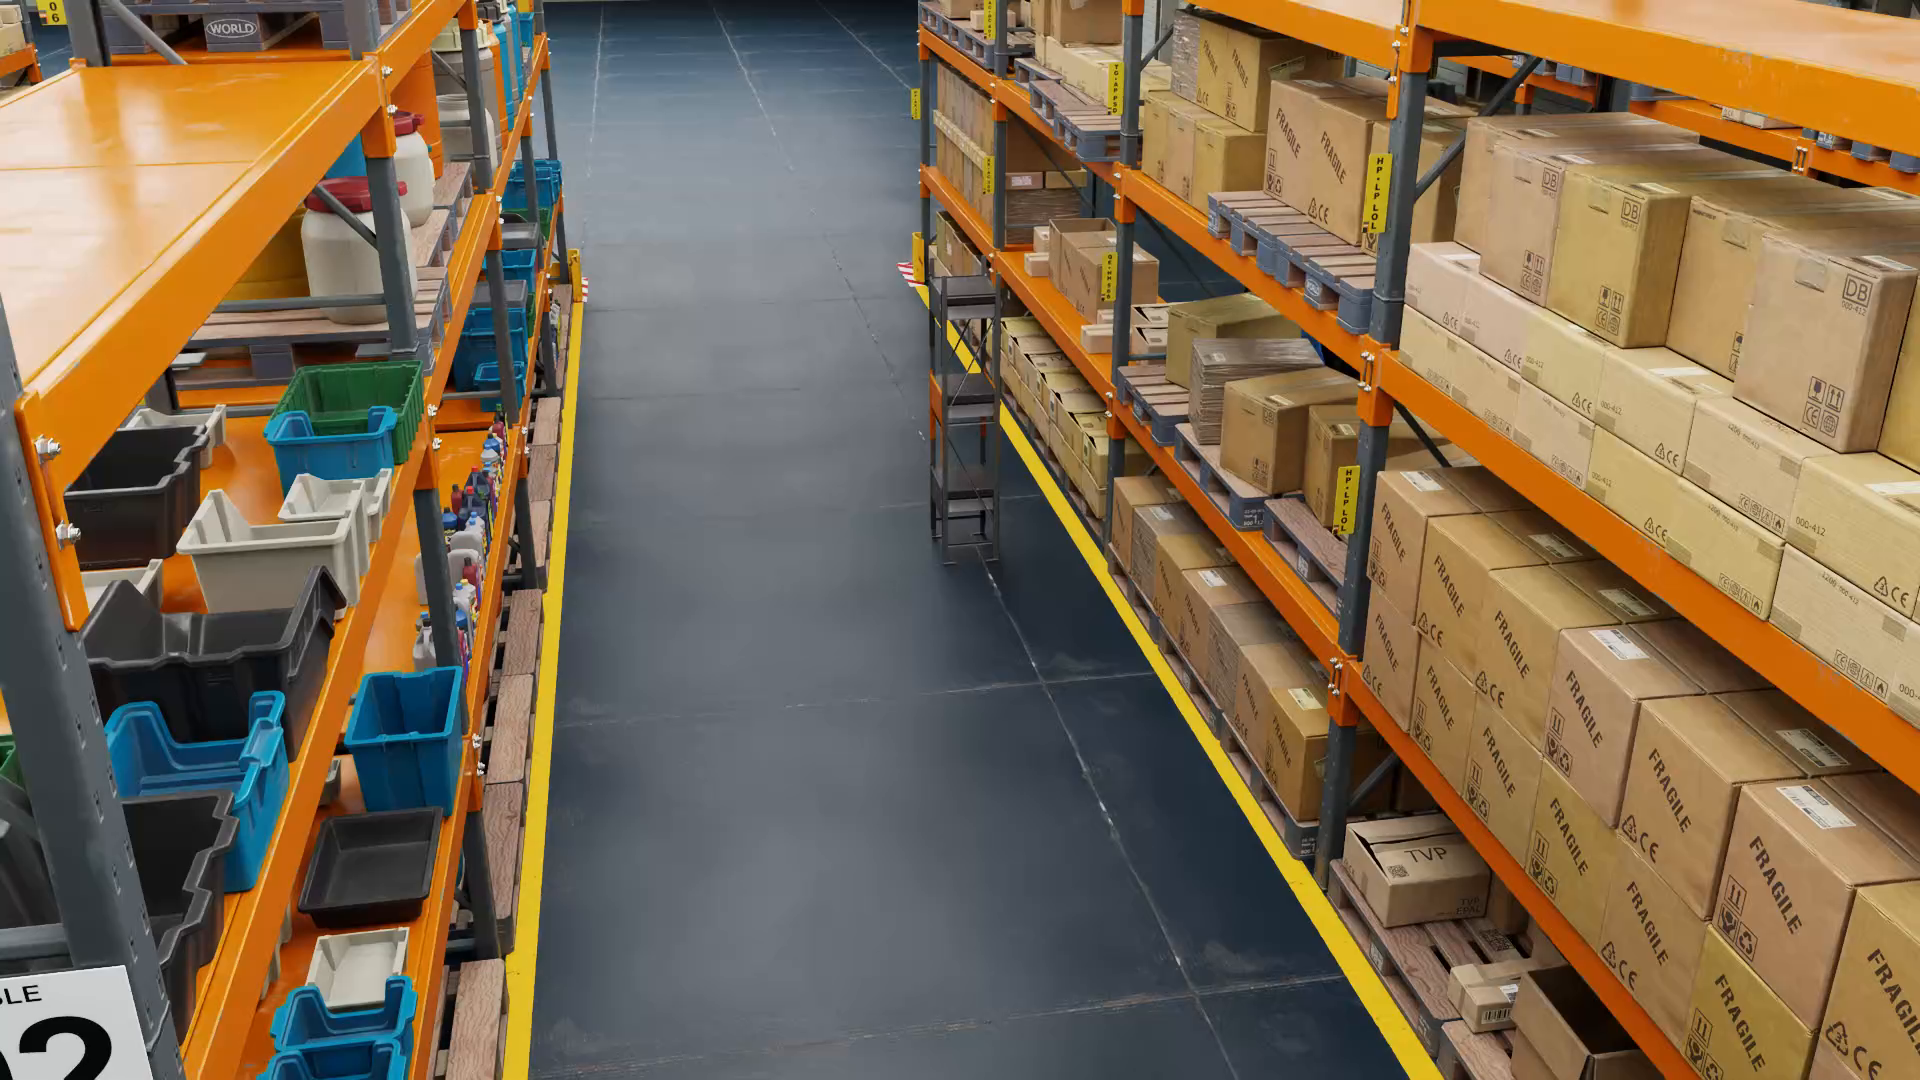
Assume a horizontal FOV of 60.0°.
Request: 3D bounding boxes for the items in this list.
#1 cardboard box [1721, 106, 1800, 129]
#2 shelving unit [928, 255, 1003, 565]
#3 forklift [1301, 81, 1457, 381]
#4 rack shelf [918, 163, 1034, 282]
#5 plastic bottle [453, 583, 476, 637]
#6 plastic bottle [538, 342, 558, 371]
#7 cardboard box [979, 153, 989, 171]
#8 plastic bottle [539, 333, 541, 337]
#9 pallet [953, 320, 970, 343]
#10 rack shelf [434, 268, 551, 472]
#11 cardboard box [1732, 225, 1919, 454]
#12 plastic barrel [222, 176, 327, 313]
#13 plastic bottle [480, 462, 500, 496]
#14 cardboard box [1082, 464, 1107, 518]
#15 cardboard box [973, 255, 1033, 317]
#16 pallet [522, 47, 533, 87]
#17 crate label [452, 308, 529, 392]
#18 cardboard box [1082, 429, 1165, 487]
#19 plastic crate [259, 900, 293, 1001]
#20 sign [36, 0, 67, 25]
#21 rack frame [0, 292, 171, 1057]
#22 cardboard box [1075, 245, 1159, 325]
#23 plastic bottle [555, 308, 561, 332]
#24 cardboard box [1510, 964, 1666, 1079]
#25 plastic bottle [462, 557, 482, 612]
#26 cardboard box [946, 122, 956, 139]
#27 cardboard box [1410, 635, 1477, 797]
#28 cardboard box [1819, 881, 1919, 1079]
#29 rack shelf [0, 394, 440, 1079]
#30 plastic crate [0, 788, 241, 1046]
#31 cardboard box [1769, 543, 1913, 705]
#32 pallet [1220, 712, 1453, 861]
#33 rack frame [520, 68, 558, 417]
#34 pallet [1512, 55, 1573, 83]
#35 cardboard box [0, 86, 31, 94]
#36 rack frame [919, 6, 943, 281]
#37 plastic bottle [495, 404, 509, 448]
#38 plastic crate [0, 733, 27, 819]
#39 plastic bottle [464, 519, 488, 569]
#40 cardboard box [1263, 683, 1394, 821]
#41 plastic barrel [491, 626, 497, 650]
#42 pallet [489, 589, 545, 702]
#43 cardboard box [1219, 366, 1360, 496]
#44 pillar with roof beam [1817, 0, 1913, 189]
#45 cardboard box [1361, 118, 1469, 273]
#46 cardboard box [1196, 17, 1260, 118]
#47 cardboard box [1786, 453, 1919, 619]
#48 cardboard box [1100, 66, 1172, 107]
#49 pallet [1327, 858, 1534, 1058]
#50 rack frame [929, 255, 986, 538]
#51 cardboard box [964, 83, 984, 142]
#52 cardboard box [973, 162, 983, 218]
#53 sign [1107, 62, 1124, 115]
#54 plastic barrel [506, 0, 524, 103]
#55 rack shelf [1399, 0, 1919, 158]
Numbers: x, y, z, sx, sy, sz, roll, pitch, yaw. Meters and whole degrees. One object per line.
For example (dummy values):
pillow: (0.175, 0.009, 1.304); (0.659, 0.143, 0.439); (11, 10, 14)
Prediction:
cardboard box: (6.007, -3.236, 12.250); (0.500, 0.311, 0.500); (-4, 24, -10)
shelving unit: (0.031, -0.897, 11.681); (0.431, 2.100, 0.503); (-4, 24, -10)
forklift: (3.692, -2.098, 13.393); (1.130, 2.935, 3.031); (-8, 25, -17)
rack shelf: (0.429, -3.292, 16.939); (1.077, 0.370, 4.000); (-4, 24, -10)
plastic bottle: (-2.364, 0.334, 7.899); (0.097, 0.271, 0.097); (0, 24, 0)
plastic bottle: (-3.785, -1.706, 15.263); (0.152, 0.276, 0.135); (-3, 24, -8)
cardboard box: (0.394, -3.573, 15.747); (0.380, 0.149, 0.250); (-4, 24, -10)
plastic bottle: (-4.066, -1.992, 15.917); (0.152, 0.276, 0.135); (-4, 24, -10)
pallet: (0.464, -2.354, 17.376); (1.003, 0.211, 1.213); (-4, 24, -10)
rack shelf: (-3.700, -1.354, 12.500); (1.077, 0.370, 4.000); (-4, 24, -10)
cardboard box: (2.700, -0.586, 4.723); (0.700, 0.500, 0.500); (-4, 24, -10)
plastic barrel: (-2.959, -1.321, 7.018); (0.600, 0.588, 0.600); (0, 24, 0)
plastic bottle: (-2.700, -0.349, 9.550); (0.097, 0.201, 0.097); (0, 24, 0)
cardboard box: (1.201, -0.383, 12.290); (0.500, 0.250, 0.500); (-4, 24, -8)
cardboard box: (0.417, -2.475, 16.143); (0.500, 0.500, 0.500); (-4, 24, -10)
pallet: (-4.299, -4.035, 14.228); (1.213, 0.211, 1.003); (-4, 24, -10)
crate label: (-3.248, -1.324, 11.489); (0.502, 0.435, 0.616); (-4, 24, -10)
cardboard box: (1.199, -0.639, 12.175); (0.500, 0.311, 0.500); (-4, 24, -8)
plastic crate: (-2.489, 1.318, 5.558); (0.437, 0.282, 0.530); (-4, 24, -10)
sign: (-3.132, -1.937, 5.702); (0.100, 0.325, 0.005); (-4, 24, -10)
rack frame: (-1.851, -0.499, 2.150); (1.000, 3.000, 0.127); (-4, 24, -10)
cardboard box: (1.212, -1.966, 12.880); (0.500, 0.500, 0.500); (-6, 24, -13)
plastic bottle: (-3.994, -2.151, 16.281); (0.152, 0.276, 0.135); (-5, 24, -11)
cardboard box: (2.630, 1.993, 6.509); (0.797, 0.503, 0.637); (-4, 24, -10)
plastic bottle: (-2.404, 0.205, 8.178); (0.061, 0.283, 0.133); (-4, 24, -10)
cardboard box: (0.061, -4.280, 17.366); (0.380, 0.149, 0.250); (-5, 24, -11)
cardboard box: (2.202, 0.688, 6.803); (0.500, 0.500, 0.500); (-4, 24, -9)
cardboard box: (2.665, 1.226, 4.320); (0.500, 0.500, 0.500); (-5, 24, -10)
rack shelf: (-2.221, 0.418, 4.695); (1.077, 0.370, 4.000); (-4, 24, -10)
plastic crate: (-1.648, 0.763, 3.170); (0.497, 0.269, 0.590); (-4, 24, -10)
cardboard box: (2.582, 0.199, 4.486); (0.500, 0.250, 0.500); (-4, 24, -10)
pallet: (2.090, 1.272, 9.073); (1.003, 0.211, 1.213); (-4, 24, -10)
rack frame: (-4.070, -2.470, 14.158); (1.000, 3.000, 0.127); (-4, 24, -10)
pallet: (5.676, -4.241, 14.700); (1.213, 0.211, 1.003); (-4, 24, -10)
cardboard box: (-9.333, -4.119, 16.188); (0.500, 0.500, 0.500); (-4, 24, -10)
rack frame: (0.059, -4.408, 18.596); (1.000, 3.000, 0.127); (-4, 24, -10)
plastic bottle: (-2.836, -0.716, 10.286); (0.061, 0.283, 0.133); (-4, 24, -10)
plastic crate: (-2.314, 0.606, 3.632); (0.450, 0.188, 0.336); (-4, 24, -10)
plastic bottle: (-2.511, 0.022, 8.612); (0.097, 0.271, 0.097); (0, 24, 0)
cardboard box: (1.905, 1.083, 8.597); (0.500, 0.500, 0.500); (-4, 24, -10)
plastic barrel: (-3.031, 0.458, 10.038); (0.421, 0.512, 0.421); (0, 24, 0)
pallet: (-3.144, 0.688, 10.410); (1.003, 0.211, 1.213); (-4, 24, -10)
cardboard box: (1.891, -0.617, 9.265); (0.700, 0.500, 0.500); (-11, 26, -23)
pillar with roof beam: (2.785, -4.636, 11.621); (9.100, 9.000, 0.400); (-4, 24, -10)
cardboard box: (2.257, -1.551, 7.530); (0.600, 0.600, 0.600); (-7, 24, -15)
cardboard box: (1.707, -2.768, 9.717); (0.500, 0.500, 0.500); (-4, 24, -10)
cardboard box: (2.579, -0.030, 4.386); (0.500, 0.250, 0.500); (-4, 24, -10)
cardboard box: (1.284, -3.139, 11.605); (0.500, 0.250, 0.500); (-4, 24, -8)
pallet: (2.404, 1.860, 7.728); (1.003, 0.211, 1.213); (-4, 24, -10)
rack frame: (-0.015, -0.993, 11.900); (0.400, 2.100, 0.015); (-4, 24, -10)
cardboard box: (0.432, -4.242, 16.468); (0.700, 0.500, 0.500); (-4, 24, -10)
cardboard box: (0.517, -3.460, 16.299); (0.700, 0.500, 0.500); (-4, 24, -9)
sign: (0.991, -2.872, 10.585); (0.100, 0.325, 0.005); (-4, 24, -10)
plastic barrel: (-3.763, -3.890, 13.036); (0.600, 0.901, 0.708); (-4, 24, -10)
rack shelf: (2.648, -1.320, 4.931); (1.077, 0.370, 4.000); (-4, 24, -10)
